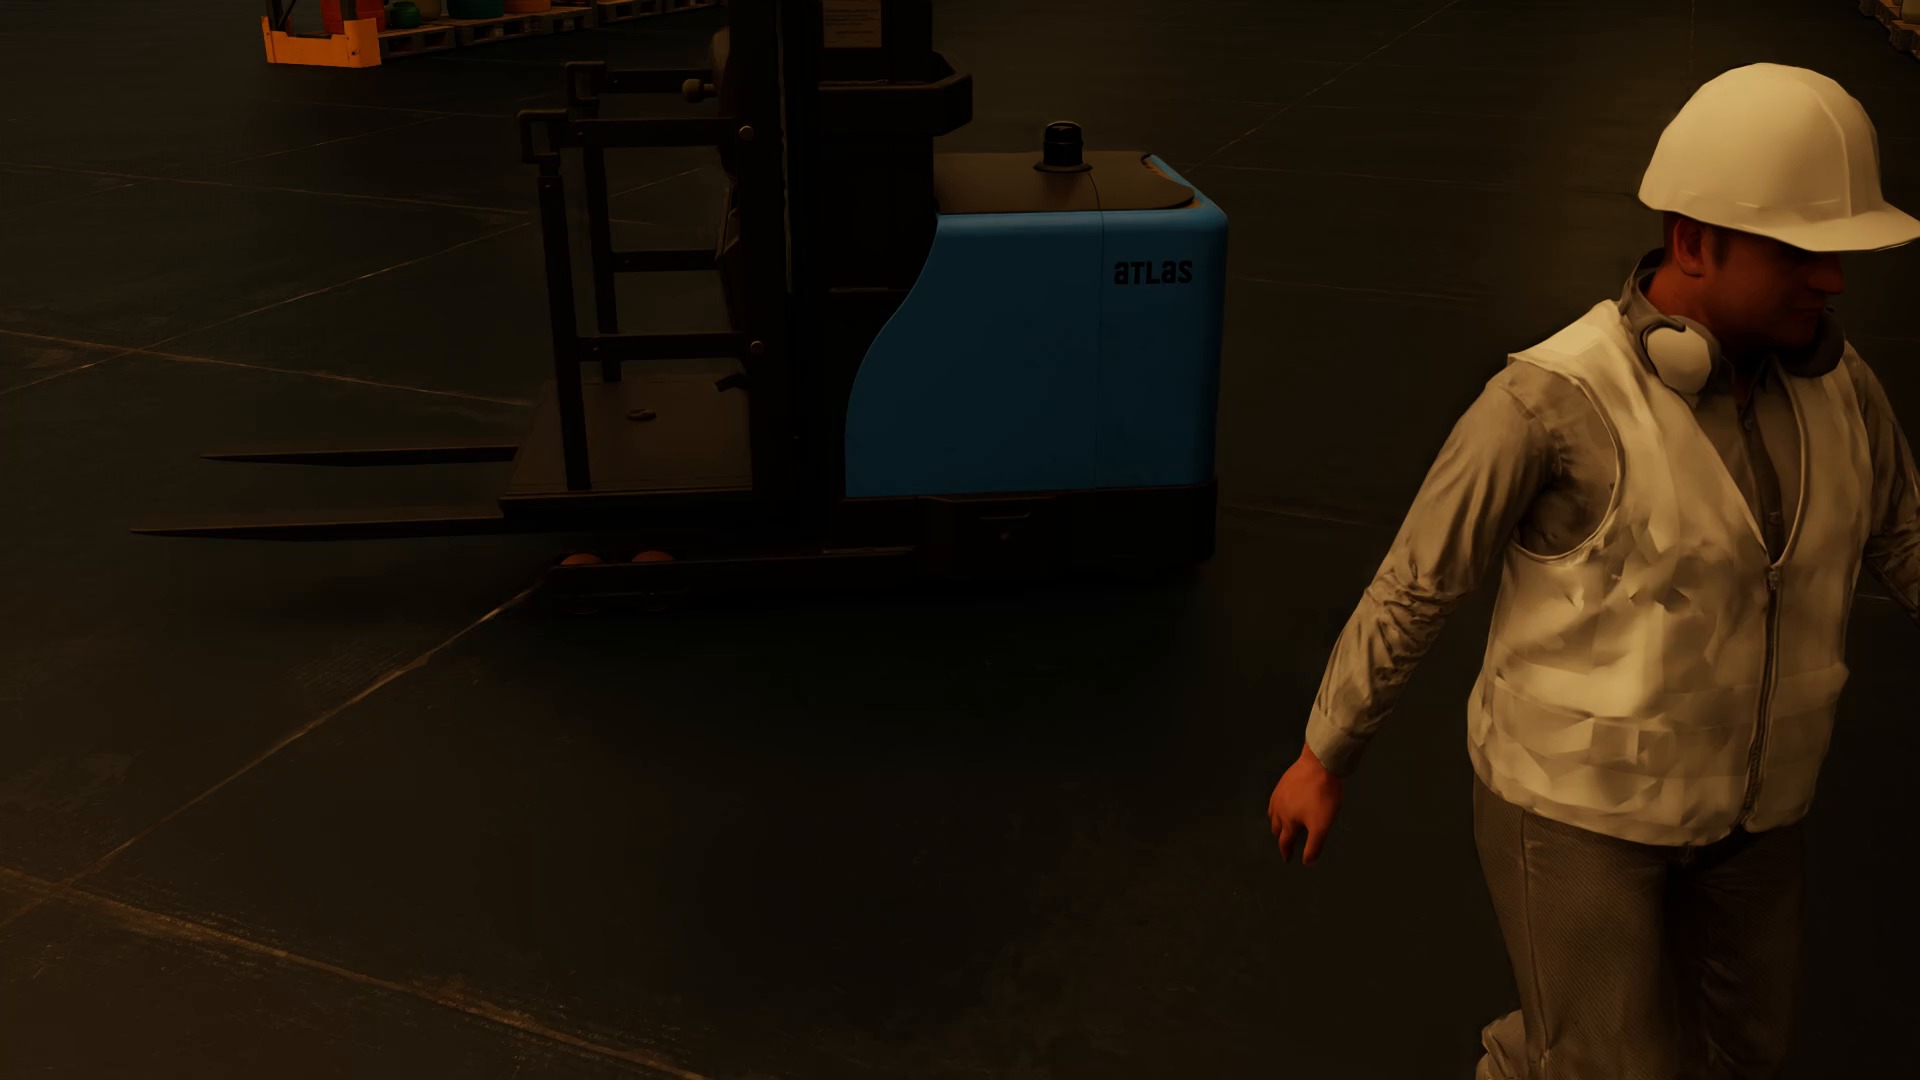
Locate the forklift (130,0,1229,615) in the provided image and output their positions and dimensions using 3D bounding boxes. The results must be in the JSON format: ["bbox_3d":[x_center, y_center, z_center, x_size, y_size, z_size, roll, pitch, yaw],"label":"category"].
[{"bbox_3d":[-0.815,-1.359,4.544,3.031,2.935,1.130,-2,23,-5],"label":"forklift"}]

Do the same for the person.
[{"bbox_3d":[0.856,0.307,2.095,0.841,1.754,0.669,-8,24,-19],"label":"person"}]
